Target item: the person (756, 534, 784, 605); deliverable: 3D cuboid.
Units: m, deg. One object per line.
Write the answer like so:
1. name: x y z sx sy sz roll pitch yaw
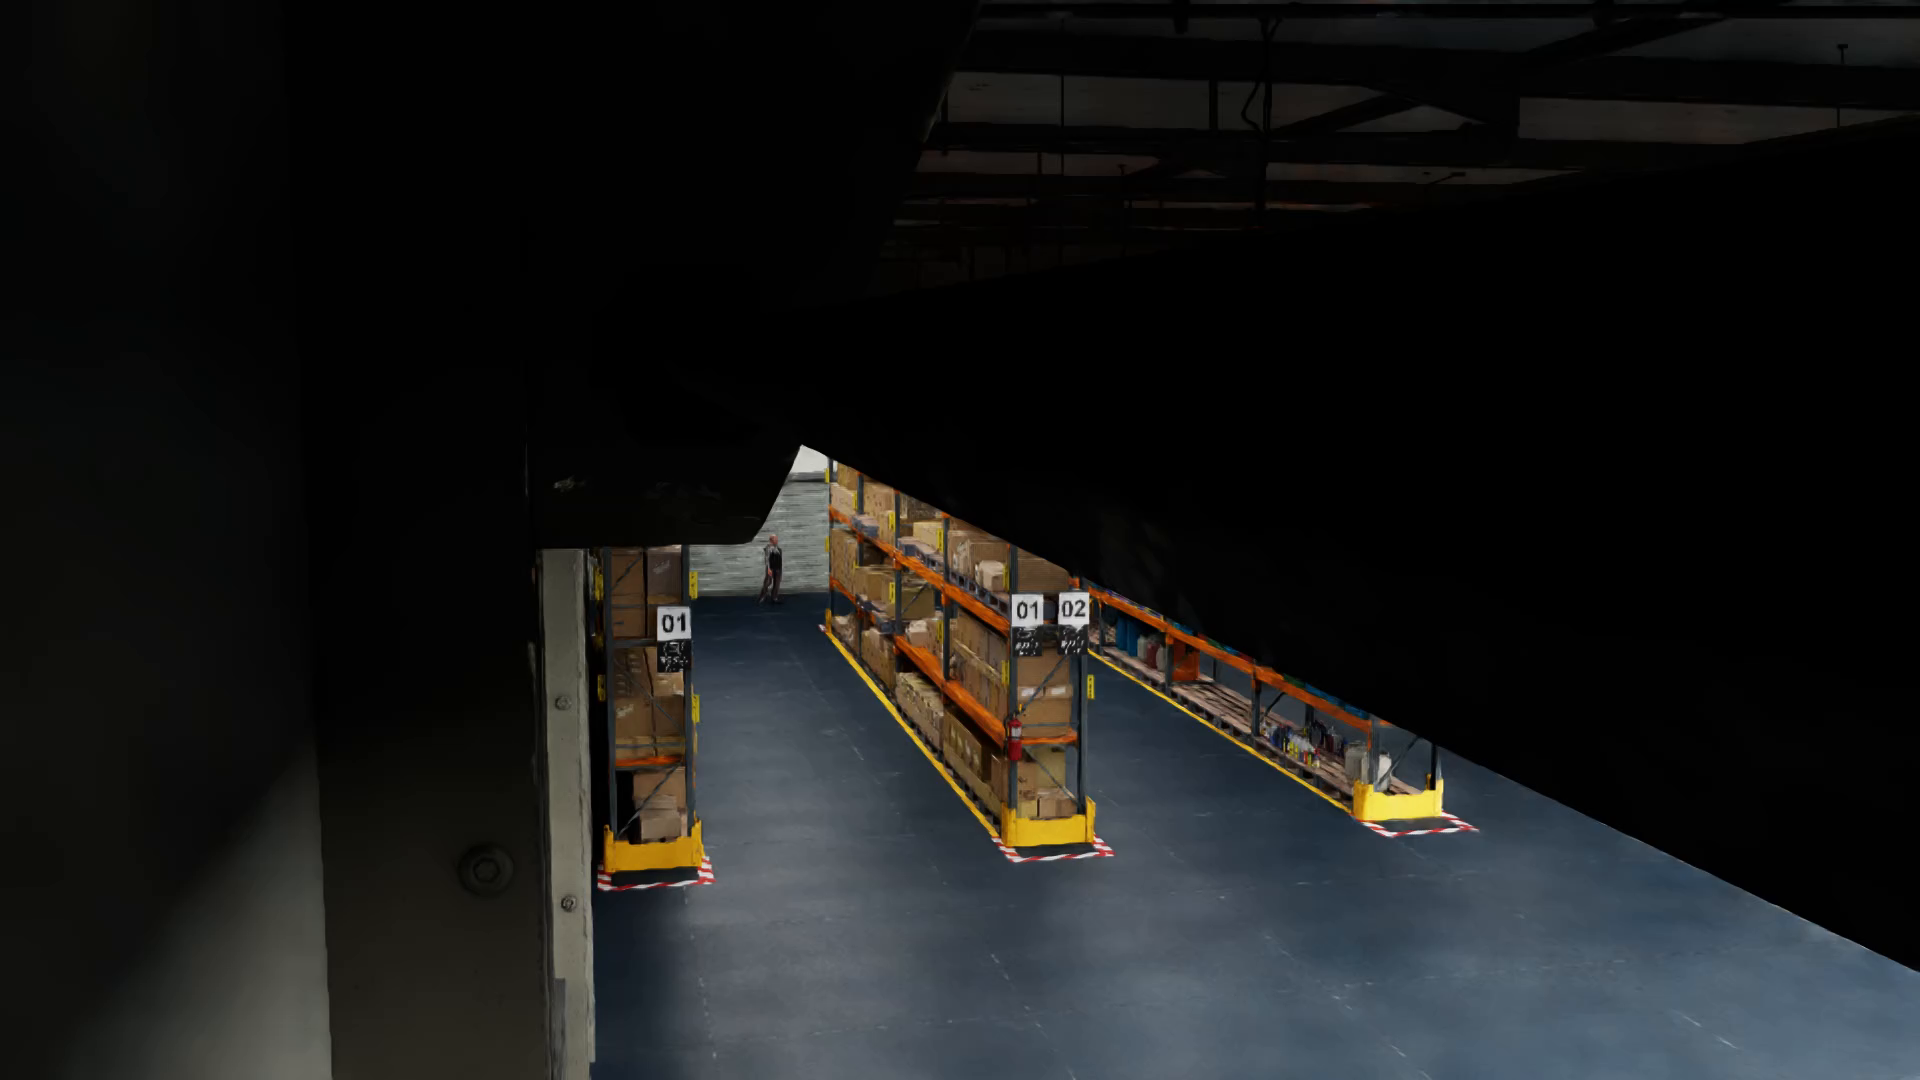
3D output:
1. person: -4.620 0.714 40.200 0.480 1.717 0.711 4 8 33
